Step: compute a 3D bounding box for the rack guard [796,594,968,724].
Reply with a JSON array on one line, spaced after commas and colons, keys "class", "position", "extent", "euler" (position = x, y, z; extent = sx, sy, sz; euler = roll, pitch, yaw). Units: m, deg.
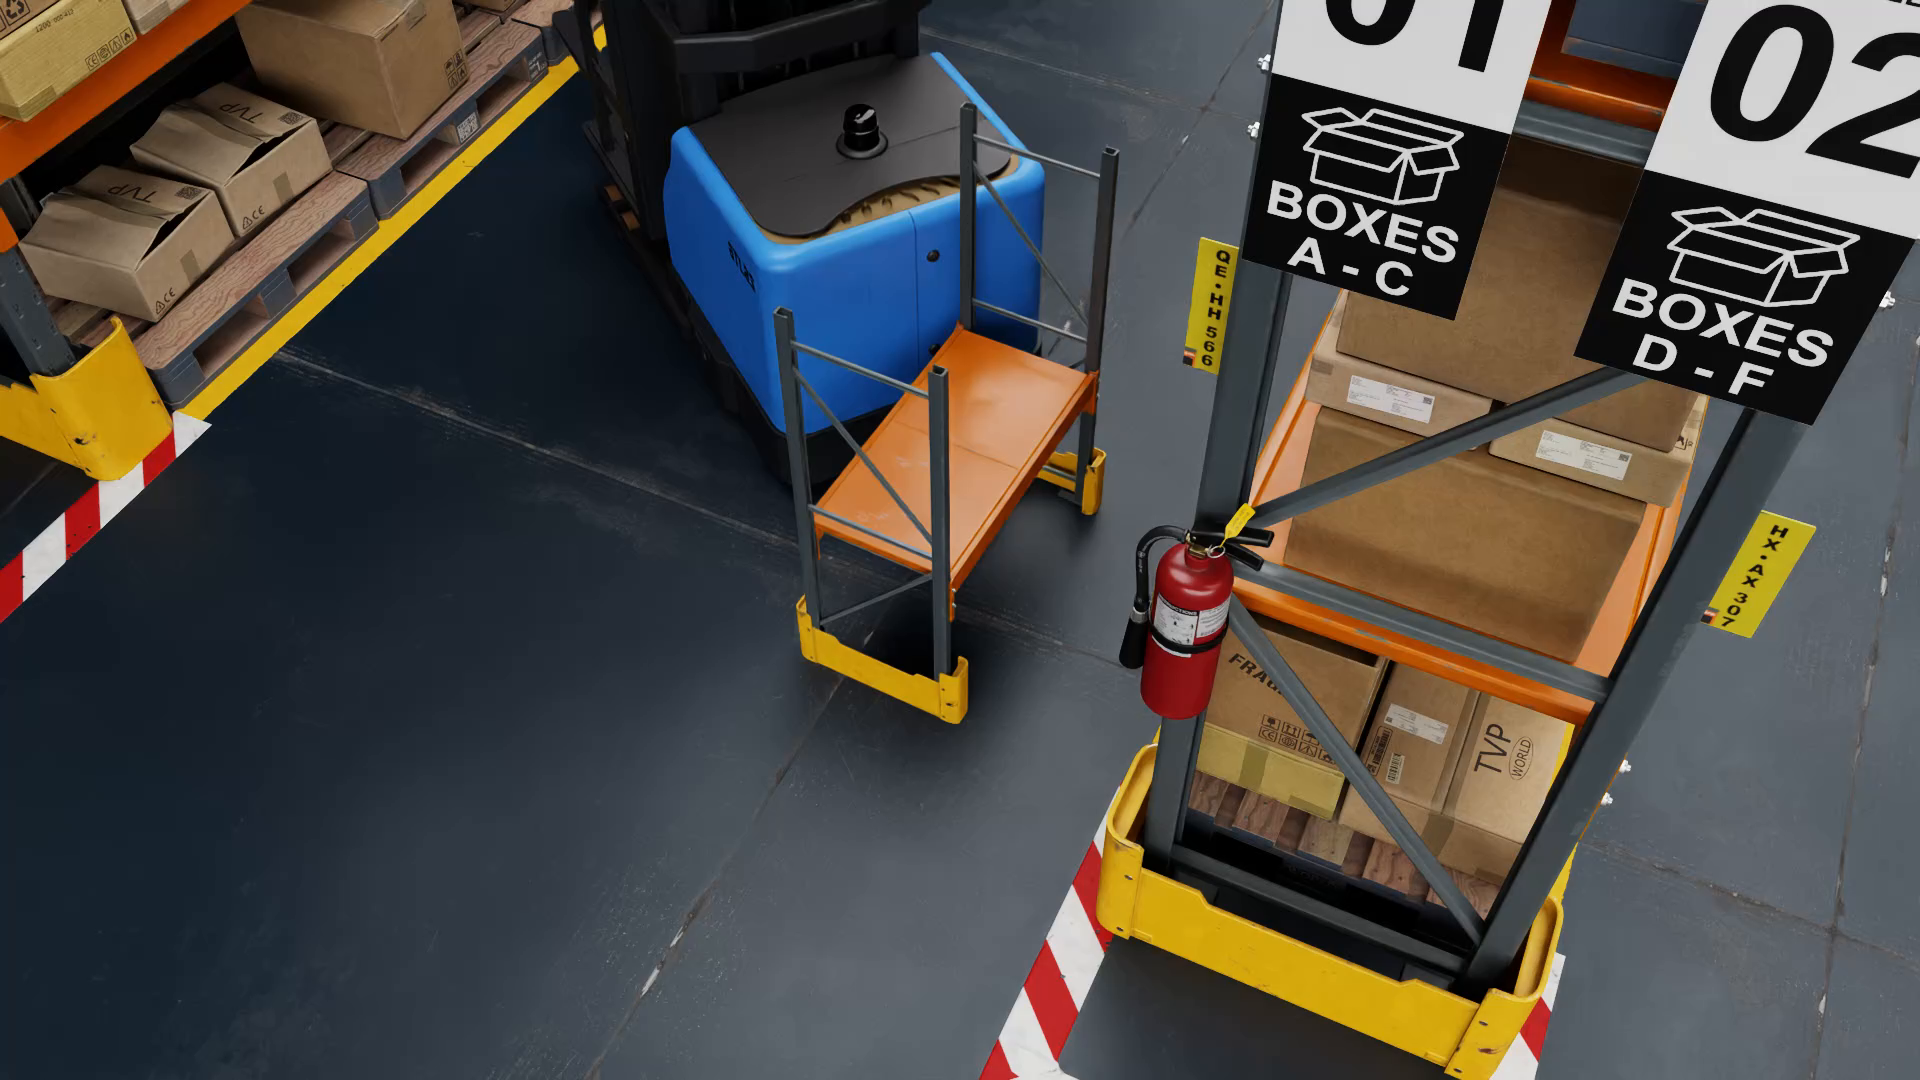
[{"class": "rack guard", "position": [-0.246, 0.373, 5.268], "extent": [0.587, 0.250, 0.087], "euler": [22, 53, 18]}]

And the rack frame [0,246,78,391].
[{"class": "rack frame", "position": [-3.497, -1.420, 4.989], "extent": [1.000, 3.000, 0.127], "euler": [20, 52, 16]}]

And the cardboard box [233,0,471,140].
[{"class": "cardboard box", "position": [-2.518, -2.082, 6.904], "extent": [0.700, 0.500, 0.500], "euler": [17, 52, 14]}]

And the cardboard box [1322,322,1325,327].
[{"class": "cardboard box", "position": [1.358, -0.459, 5.208], "extent": [0.500, 0.500, 0.500], "euler": [20, 52, 16]}]

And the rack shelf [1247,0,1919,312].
[{"class": "rack shelf", "position": [1.838, -1.927, 3.923], "extent": [1.077, 0.370, 4.000], "euler": [20, 52, 16]}]

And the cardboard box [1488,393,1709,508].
[{"class": "cardboard box", "position": [1.346, -0.254, 3.505], "extent": [0.380, 0.149, 0.250], "euler": [19, 52, 16]}]

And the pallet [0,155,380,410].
[{"class": "pallet", "position": [-3.085, -1.117, 6.562], "extent": [1.003, 0.211, 1.213], "euler": [20, 52, 16]}]

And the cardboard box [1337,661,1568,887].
[{"class": "cardboard box", "position": [1.414, 0.647, 4.760], "extent": [0.500, 0.250, 0.500], "euler": [20, 52, 16]}]

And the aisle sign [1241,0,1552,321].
[{"class": "aisle sign", "position": [0.690, -0.704, 2.673], "extent": [0.394, 0.787, 0.004], "euler": [20, 52, 16]}]

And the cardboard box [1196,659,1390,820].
[{"class": "cardboard box", "position": [0.946, 0.478, 4.903], "extent": [0.500, 0.250, 0.500], "euler": [20, 52, 16]}]

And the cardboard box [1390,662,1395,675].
[{"class": "cardboard box", "position": [1.624, 0.301, 5.054], "extent": [0.500, 0.250, 0.500], "euler": [20, 52, 16]}]

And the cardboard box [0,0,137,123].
[{"class": "cardboard box", "position": [-3.001, -1.611, 5.237], "extent": [0.500, 0.250, 0.500], "euler": [18, 52, 15]}]

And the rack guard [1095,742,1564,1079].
[{"class": "rack guard", "position": [0.973, 1.015, 4.558], "extent": [1.175, 0.500, 0.348], "euler": [20, 52, 16]}]

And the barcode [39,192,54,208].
[{"class": "barcode", "position": [-3.474, -1.284, 6.344], "extent": [0.001, 0.075, 0.075], "euler": [20, 52, 16]}]

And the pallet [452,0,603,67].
[{"class": "pallet", "position": [-2.043, -2.797, 7.992], "extent": [1.003, 0.211, 1.213], "euler": [20, 52, 16]}]

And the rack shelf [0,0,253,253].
[{"class": "rack shelf", "position": [-2.642, -2.565, 6.435], "extent": [1.077, 0.370, 4.000], "euler": [20, 52, 16]}]

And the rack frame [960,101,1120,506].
[{"class": "rack frame", "position": [0.227, -0.701, 5.362], "extent": [0.500, 1.500, 0.032], "euler": [22, 53, 18]}]

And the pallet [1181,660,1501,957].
[{"class": "pallet", "position": [1.272, 0.552, 5.141], "extent": [1.003, 0.211, 1.213], "euler": [20, 52, 16]}]

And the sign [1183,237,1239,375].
[{"class": "sign", "position": [0.499, -0.449, 3.247], "extent": [0.100, 0.325, 0.005], "euler": [20, 52, 16]}]

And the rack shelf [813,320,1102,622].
[{"class": "rack shelf", "position": [-0.014, -0.243, 5.208], "extent": [0.538, 0.185, 1.000], "euler": [22, 53, 18]}]

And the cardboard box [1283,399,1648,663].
[{"class": "cardboard box", "position": [1.195, -0.161, 3.852], "extent": [0.700, 0.500, 0.500], "euler": [20, 52, 16]}]

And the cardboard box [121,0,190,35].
[{"class": "cardboard box", "position": [-2.792, -1.973, 5.545], "extent": [0.500, 0.250, 0.500], "euler": [18, 52, 15]}]

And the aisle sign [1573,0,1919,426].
[{"class": "aisle sign", "position": [1.232, -0.509, 2.506], "extent": [0.394, 0.787, 0.004], "euler": [20, 52, 16]}]

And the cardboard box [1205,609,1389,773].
[{"class": "cardboard box", "position": [0.944, 0.235, 4.618], "extent": [0.500, 0.500, 0.500], "euler": [20, 52, 16]}]

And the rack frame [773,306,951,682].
[{"class": "rack frame", "position": [-0.255, -0.019, 4.781], "extent": [0.500, 1.500, 0.032], "euler": [22, 53, 18]}]

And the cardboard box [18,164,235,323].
[{"class": "cardboard box", "position": [-3.120, -1.139, 6.226], "extent": [0.500, 0.311, 0.500], "euler": [14, 51, 12]}]

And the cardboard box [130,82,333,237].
[{"class": "cardboard box", "position": [-2.876, -1.531, 6.560], "extent": [0.500, 0.311, 0.500], "euler": [24, 54, 19]}]

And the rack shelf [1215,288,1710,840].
[{"class": "rack shelf", "position": [1.838, -0.955, 5.066], "extent": [1.077, 0.370, 4.000], "euler": [20, 52, 16]}]

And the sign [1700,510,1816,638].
[{"class": "sign", "position": [1.483, 0.067, 3.103], "extent": [0.100, 0.325, 0.005], "euler": [20, 52, 16]}]

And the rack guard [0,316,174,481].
[{"class": "rack guard", "position": [-3.464, -0.663, 5.986], "extent": [1.175, 0.500, 0.348], "euler": [20, 52, 16]}]

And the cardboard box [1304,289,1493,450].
[{"class": "cardboard box", "position": [0.975, -0.379, 3.611], "extent": [0.380, 0.149, 0.250], "euler": [19, 52, 15]}]

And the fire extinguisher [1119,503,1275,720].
[{"class": "fire extinguisher", "position": [0.513, 0.144, 3.709], "extent": [0.296, 0.674, 0.183], "euler": [20, 52, 16]}]

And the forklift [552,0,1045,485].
[{"class": "forklift", "position": [-0.835, -2.270, 5.757], "extent": [1.130, 2.935, 3.031], "euler": [-22, 53, -17]}]

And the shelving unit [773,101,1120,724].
[{"class": "shelving unit", "position": [-0.010, -0.366, 5.077], "extent": [0.587, 1.500, 1.083], "euler": [22, 53, 18]}]

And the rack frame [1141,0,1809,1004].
[{"class": "rack frame", "position": [0.984, 0.189, 3.620], "extent": [1.000, 3.000, 0.127], "euler": [20, 52, 16]}]

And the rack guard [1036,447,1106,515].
[{"class": "rack guard", "position": [0.226, -0.295, 5.837], "extent": [0.587, 0.250, 0.087], "euler": [22, 53, 18]}]

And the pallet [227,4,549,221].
[{"class": "pallet", "position": [-2.563, -1.954, 7.274], "extent": [1.003, 0.211, 1.213], "euler": [20, 52, 16]}]

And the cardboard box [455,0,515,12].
[{"class": "cardboard box", "position": [-2.195, -2.780, 7.498], "extent": [0.500, 0.500, 0.500], "euler": [16, 52, 13]}]

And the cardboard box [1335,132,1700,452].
[{"class": "cardboard box", "position": [1.217, -0.618, 3.389], "extent": [0.700, 0.500, 0.500], "euler": [20, 52, 16]}]
